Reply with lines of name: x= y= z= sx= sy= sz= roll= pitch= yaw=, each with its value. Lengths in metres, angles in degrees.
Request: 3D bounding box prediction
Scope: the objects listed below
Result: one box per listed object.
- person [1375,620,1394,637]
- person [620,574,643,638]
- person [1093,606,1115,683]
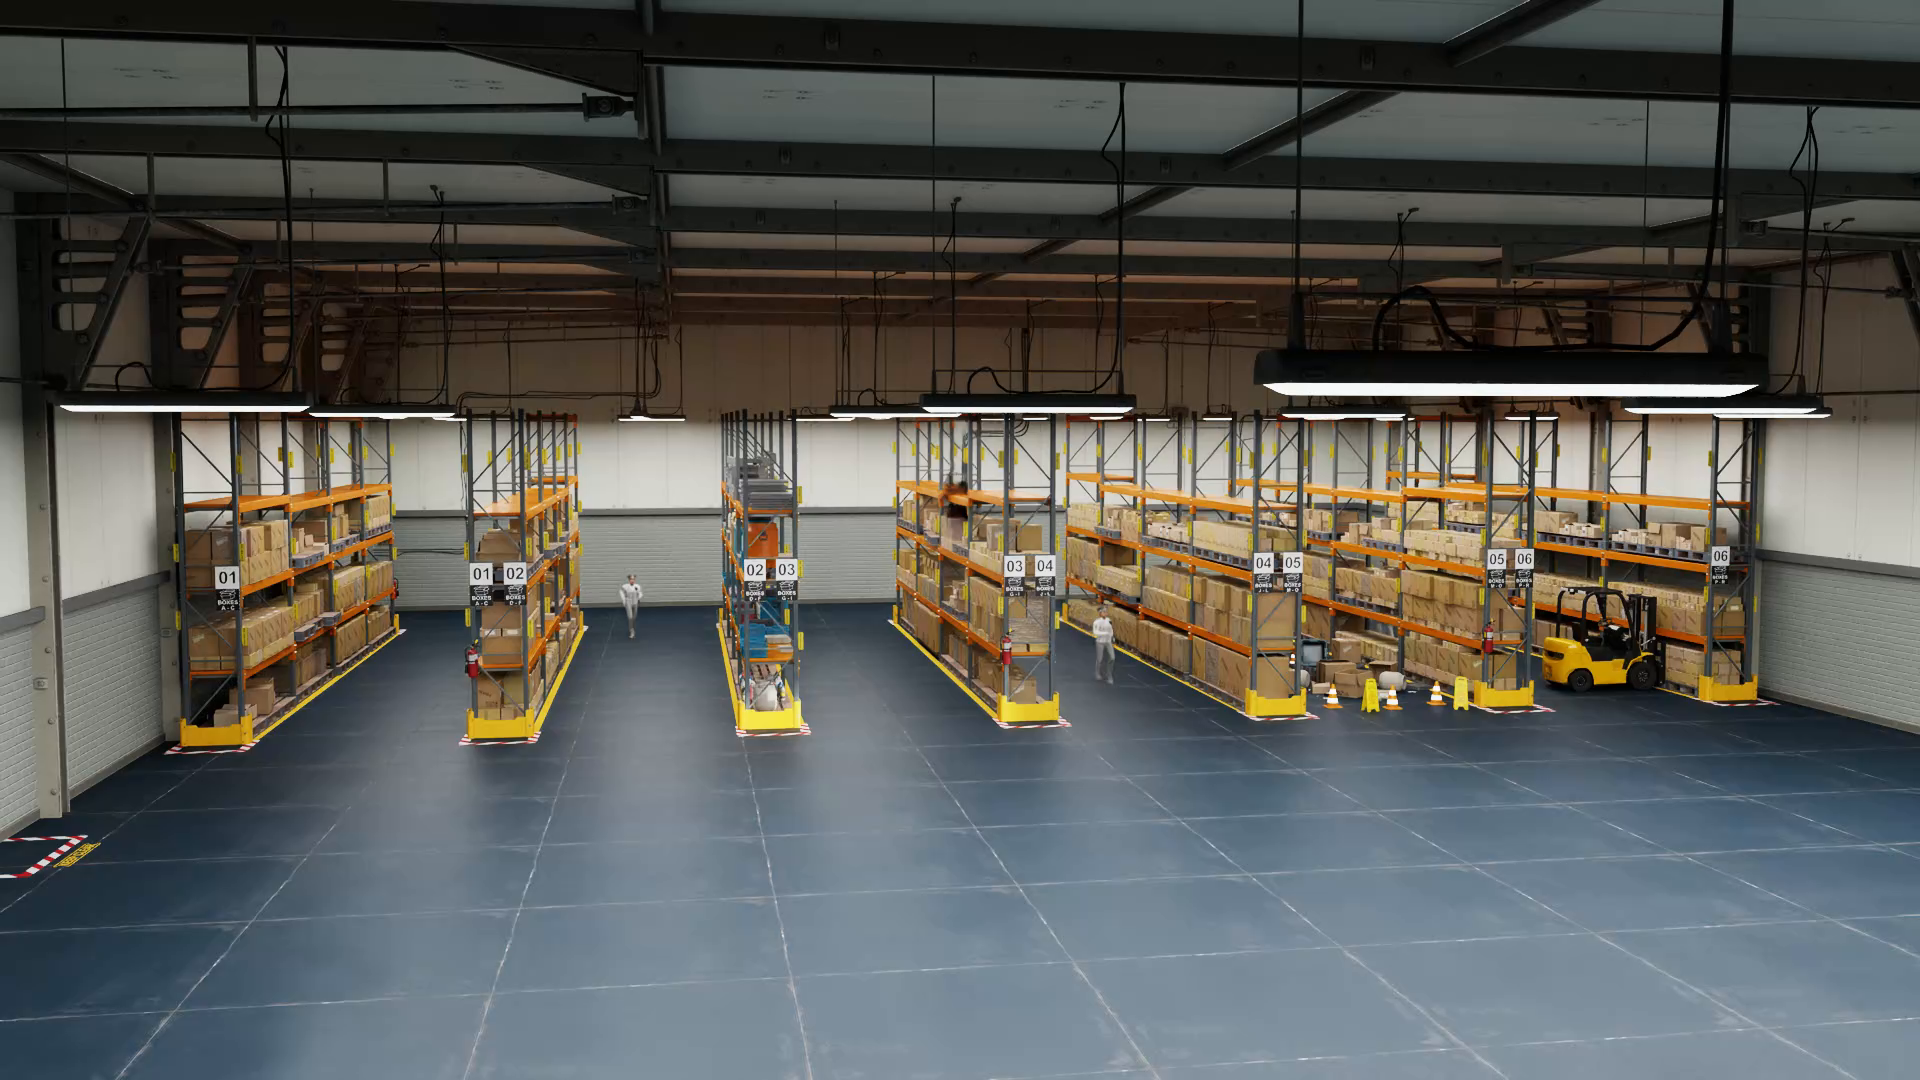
person: x=10.971 y=1.870 z=42.878 sx=0.549 sy=1.677 sz=0.707 roll=-1 pitch=4 yaw=-13
person: x=-8.854 y=1.763 z=44.851 sx=0.566 sy=1.715 sz=0.897 roll=-2 pitch=4 yaw=-26
person: x=3.204 y=2.308 z=36.840 sx=0.576 sy=1.727 sz=0.700 roll=-1 pitch=4 yaw=-20
